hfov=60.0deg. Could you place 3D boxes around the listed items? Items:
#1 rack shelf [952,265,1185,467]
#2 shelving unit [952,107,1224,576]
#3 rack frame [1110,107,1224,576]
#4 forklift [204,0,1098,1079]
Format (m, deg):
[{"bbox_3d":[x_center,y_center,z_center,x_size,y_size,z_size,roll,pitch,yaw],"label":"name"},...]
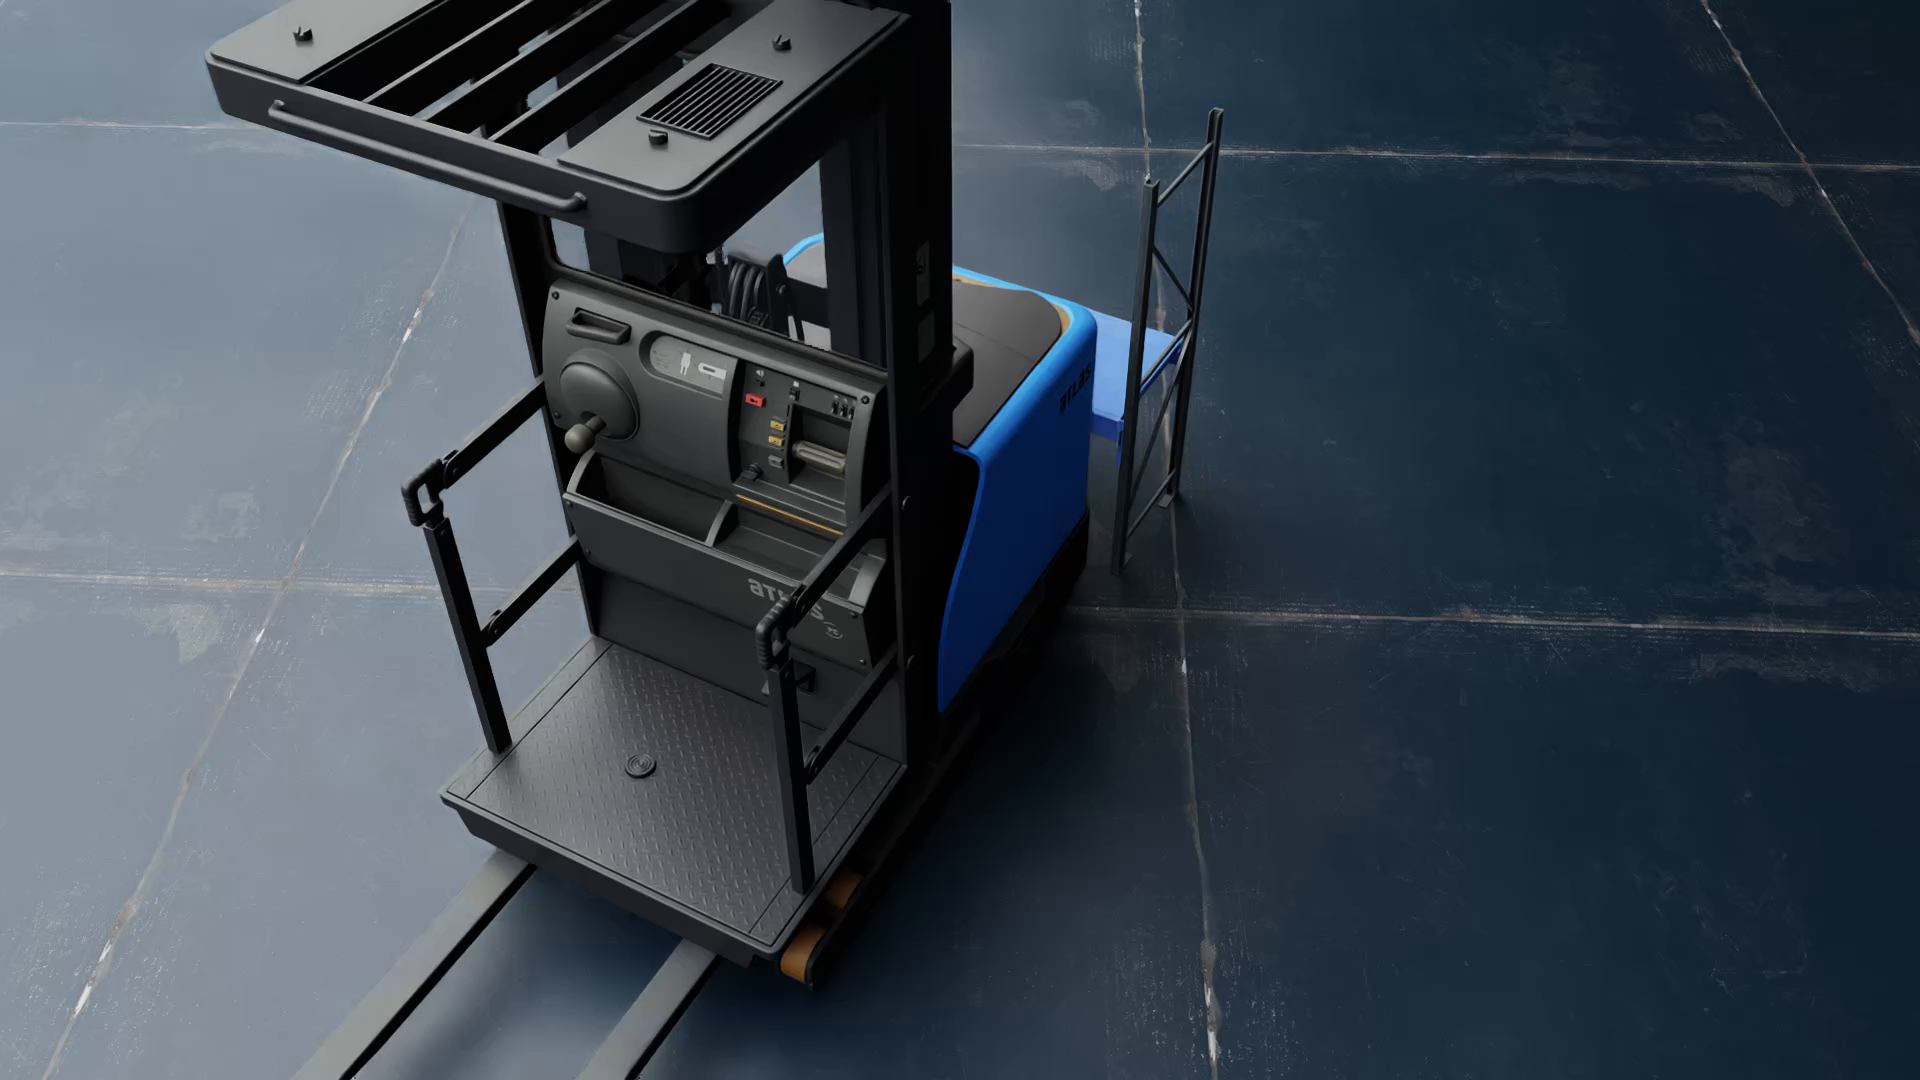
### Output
[{"bbox_3d":[0.203,-0.620,5.579,1.000,0.185,0.538,21,47,21],"label":"rack shelf"},{"bbox_3d":[0.203,-0.752,5.457,1.048,1.500,0.538,21,47,21],"label":"shelving unit"},{"bbox_3d":[0.645,-0.581,5.273,0.032,1.500,0.500,21,47,21],"label":"rack frame"},{"bbox_3d":[-0.714,-0.240,3.858,1.130,2.935,3.031,20,47,20],"label":"forklift"}]
